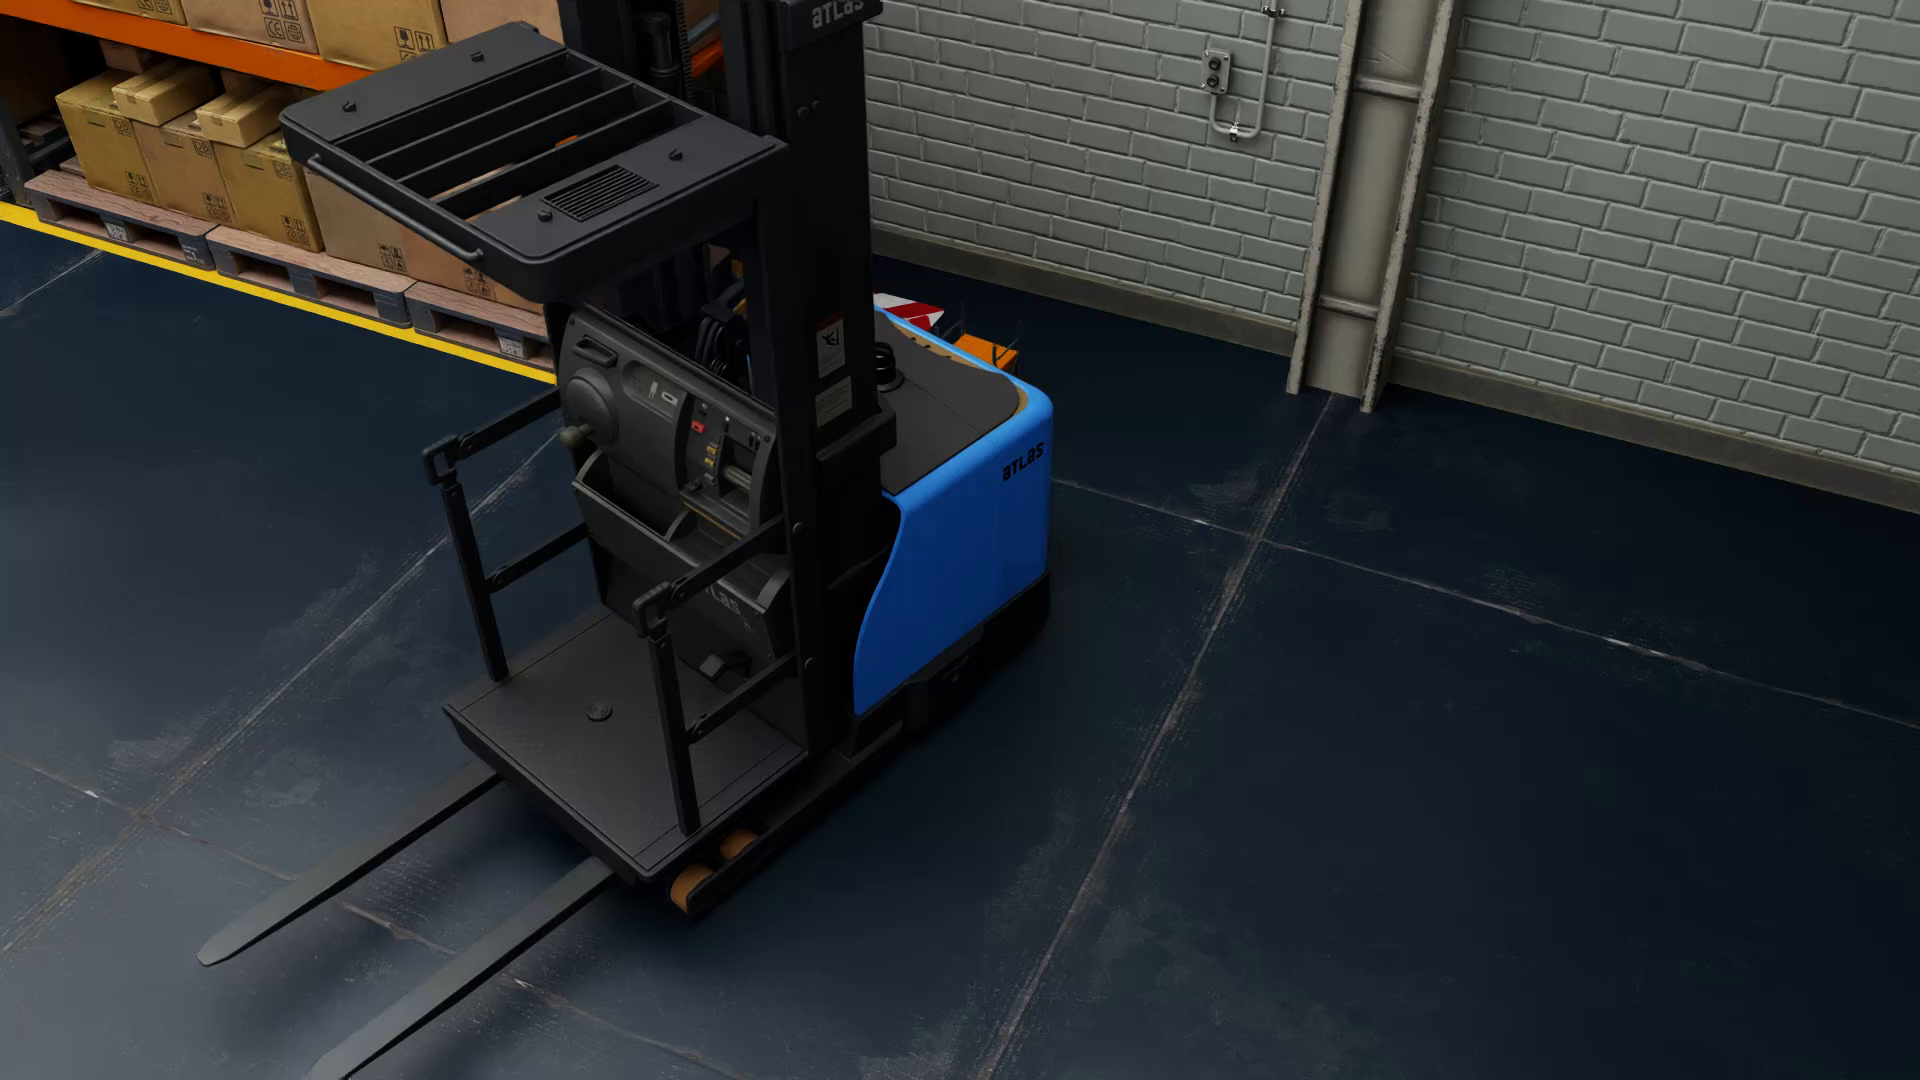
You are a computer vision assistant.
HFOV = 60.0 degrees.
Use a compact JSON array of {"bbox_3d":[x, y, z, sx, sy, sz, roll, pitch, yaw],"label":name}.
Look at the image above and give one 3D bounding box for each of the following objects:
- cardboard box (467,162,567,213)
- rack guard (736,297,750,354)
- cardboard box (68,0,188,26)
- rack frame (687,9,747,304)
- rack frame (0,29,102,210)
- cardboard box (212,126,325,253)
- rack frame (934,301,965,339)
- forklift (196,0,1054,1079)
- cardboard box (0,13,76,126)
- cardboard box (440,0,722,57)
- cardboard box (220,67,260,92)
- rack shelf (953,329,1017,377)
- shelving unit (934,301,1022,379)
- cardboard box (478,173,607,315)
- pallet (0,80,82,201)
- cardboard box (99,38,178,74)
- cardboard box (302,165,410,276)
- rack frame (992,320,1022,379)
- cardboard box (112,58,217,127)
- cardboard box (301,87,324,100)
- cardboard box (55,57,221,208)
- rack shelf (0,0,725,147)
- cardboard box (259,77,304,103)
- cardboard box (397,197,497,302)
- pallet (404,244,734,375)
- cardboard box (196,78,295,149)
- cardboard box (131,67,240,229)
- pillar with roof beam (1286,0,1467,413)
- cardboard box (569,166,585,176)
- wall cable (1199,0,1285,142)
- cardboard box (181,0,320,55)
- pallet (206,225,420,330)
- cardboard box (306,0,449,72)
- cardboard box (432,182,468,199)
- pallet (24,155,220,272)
[{"bbox_3d":[-1.965,-1.597,7.395,0.250,0.149,0.380,16,44,18],"label":"cardboard box"},{"bbox_3d":[-1.073,-1.125,7.666,0.348,0.500,1.175,17,44,19],"label":"rack guard"},{"bbox_3d":[-3.576,-2.932,7.613,0.700,0.700,0.980,16,43,18],"label":"cardboard box"},{"bbox_3d":[-1.095,-2.076,6.855,0.127,3.000,1.000,17,44,19],"label":"rack frame"},{"bbox_3d":[-4.720,-3.184,8.133,0.127,3.000,1.000,17,44,19],"label":"rack frame"},{"bbox_3d":[-3.167,-1.845,8.177,0.500,0.500,0.700,18,44,20],"label":"cardboard box"},{"bbox_3d":[-0.039,-0.433,6.448,0.008,1.050,0.200,22,45,23],"label":"rack frame"},{"bbox_3d":[-1.025,-0.283,4.838,1.130,2.935,3.031,31,49,30],"label":"forklift"},{"bbox_3d":[-5.364,-2.633,8.818,0.750,0.750,0.750,17,44,19],"label":"cardboard box"},{"bbox_3d":[-1.561,-2.325,6.913,0.700,0.700,0.980,19,44,21],"label":"cardboard box"},{"bbox_3d":[-3.415,-2.316,8.224,0.250,0.149,0.380,16,43,17],"label":"cardboard box"},{"bbox_3d":[0.066,-0.598,6.221,0.240,0.259,0.215,22,45,23],"label":"rack shelf"},{"bbox_3d":[0.065,-0.392,6.400,0.252,1.050,0.215,22,45,23],"label":"shelving unit"},{"bbox_3d":[-1.771,-1.424,7.691,0.500,0.500,0.700,17,44,19],"label":"cardboard box"},{"bbox_3d":[-5.451,-2.299,9.241,1.213,0.211,1.003,17,44,19],"label":"pallet"},{"bbox_3d":[-4.133,-2.533,8.475,0.250,0.149,0.380,17,44,18],"label":"cardboard box"},{"bbox_3d":[-2.681,-1.702,8.011,0.500,0.500,0.700,16,43,17],"label":"cardboard box"},{"bbox_3d":[0.169,-0.350,6.352,0.008,1.050,0.200,22,45,23],"label":"rack frame"},{"bbox_3d":[-3.852,-2.172,8.058,0.250,0.149,0.380,18,44,20],"label":"cardboard box"},{"bbox_3d":[-2.953,-2.174,8.061,0.250,0.149,0.380,16,43,18],"label":"cardboard box"},{"bbox_3d":[-4.085,-2.130,8.505,0.500,0.500,0.700,18,44,19],"label":"cardboard box"},{"bbox_3d":[-2.907,-2.358,7.729,4.000,0.370,1.077,17,44,19],"label":"rack shelf"},{"bbox_3d":[-3.187,-2.245,8.143,0.250,0.149,0.380,17,44,19],"label":"cardboard box"},{"bbox_3d":[-2.225,-1.563,7.851,0.500,0.500,0.700,17,44,19],"label":"cardboard box"},{"bbox_3d":[-1.853,-1.197,7.970,1.213,0.211,1.003,17,44,19],"label":"pallet"},{"bbox_3d":[-3.379,-2.027,7.891,0.250,0.149,0.380,16,43,17],"label":"cardboard box"},{"bbox_3d":[-3.632,-1.989,8.342,0.500,0.500,0.700,17,44,18],"label":"cardboard box"},{"bbox_3d":[-0.102,-1.553,1.672,0.400,9.000,9.100,17,44,19],"label":"pillar with roof beam"},{"bbox_3d":[-1.574,-1.754,7.576,0.250,0.149,0.380,17,44,19],"label":"cardboard box"},{"bbox_3d":[0.465,-2.667,6.761,1.851,1.984,0.084,17,44,19],"label":"wall cable"},{"bbox_3d":[-2.912,-2.736,7.387,0.700,0.700,0.980,15,43,17],"label":"cardboard box"},{"bbox_3d":[-2.954,-1.536,8.361,1.213,0.211,1.003,17,44,19],"label":"pallet"},{"bbox_3d":[-2.225,-2.519,7.137,0.700,0.700,0.980,17,44,18],"label":"cardboard box"},{"bbox_3d":[-2.197,-1.667,7.476,0.250,0.149,0.380,18,44,20],"label":"cardboard box"},{"bbox_3d":[-4.064,-1.873,8.750,1.213,0.211,1.003,17,44,19],"label":"pallet"}]
